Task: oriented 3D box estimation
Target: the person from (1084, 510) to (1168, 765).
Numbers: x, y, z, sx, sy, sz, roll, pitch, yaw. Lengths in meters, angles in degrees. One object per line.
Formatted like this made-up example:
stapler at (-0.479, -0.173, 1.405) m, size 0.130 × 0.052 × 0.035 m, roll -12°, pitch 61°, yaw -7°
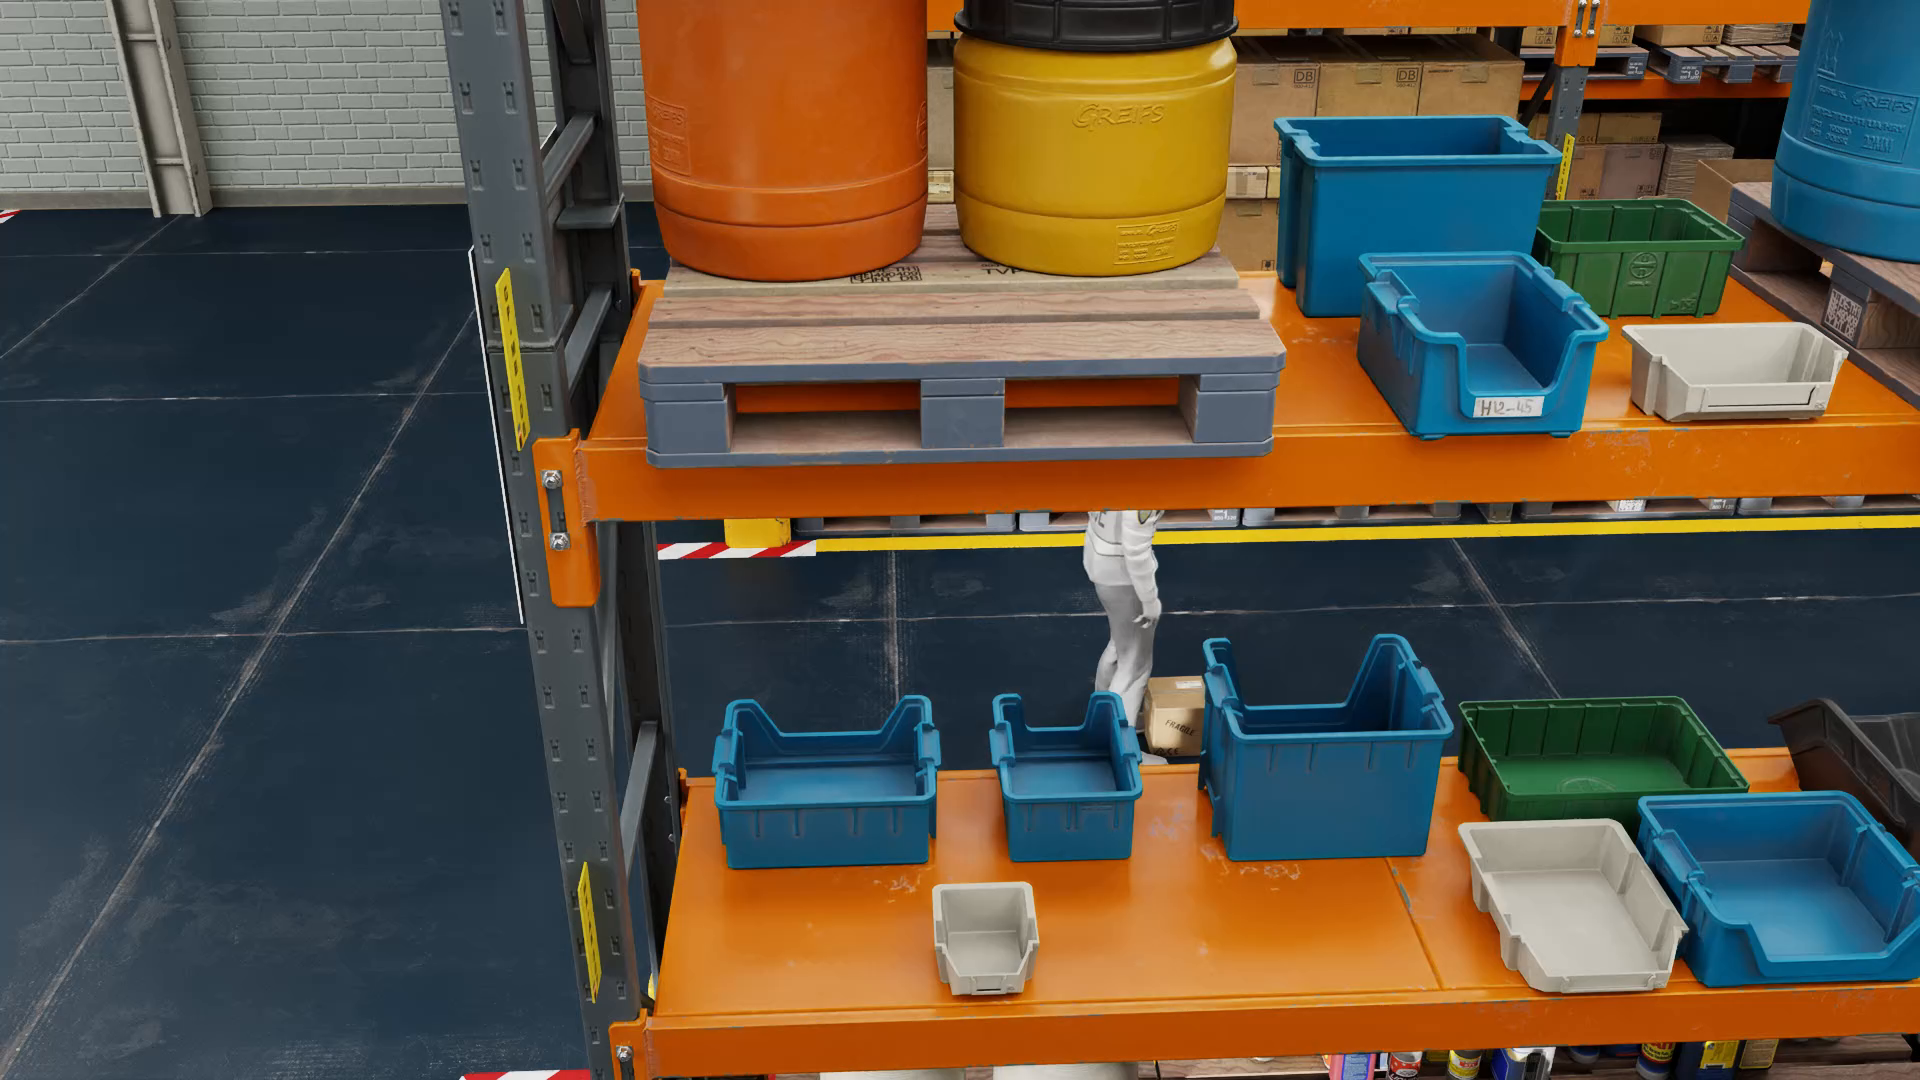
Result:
person at (0.699, 0.141, 6.844) m, size 0.369 × 1.667 × 0.546 m, roll -3°, pitch 28°, yaw -5°
